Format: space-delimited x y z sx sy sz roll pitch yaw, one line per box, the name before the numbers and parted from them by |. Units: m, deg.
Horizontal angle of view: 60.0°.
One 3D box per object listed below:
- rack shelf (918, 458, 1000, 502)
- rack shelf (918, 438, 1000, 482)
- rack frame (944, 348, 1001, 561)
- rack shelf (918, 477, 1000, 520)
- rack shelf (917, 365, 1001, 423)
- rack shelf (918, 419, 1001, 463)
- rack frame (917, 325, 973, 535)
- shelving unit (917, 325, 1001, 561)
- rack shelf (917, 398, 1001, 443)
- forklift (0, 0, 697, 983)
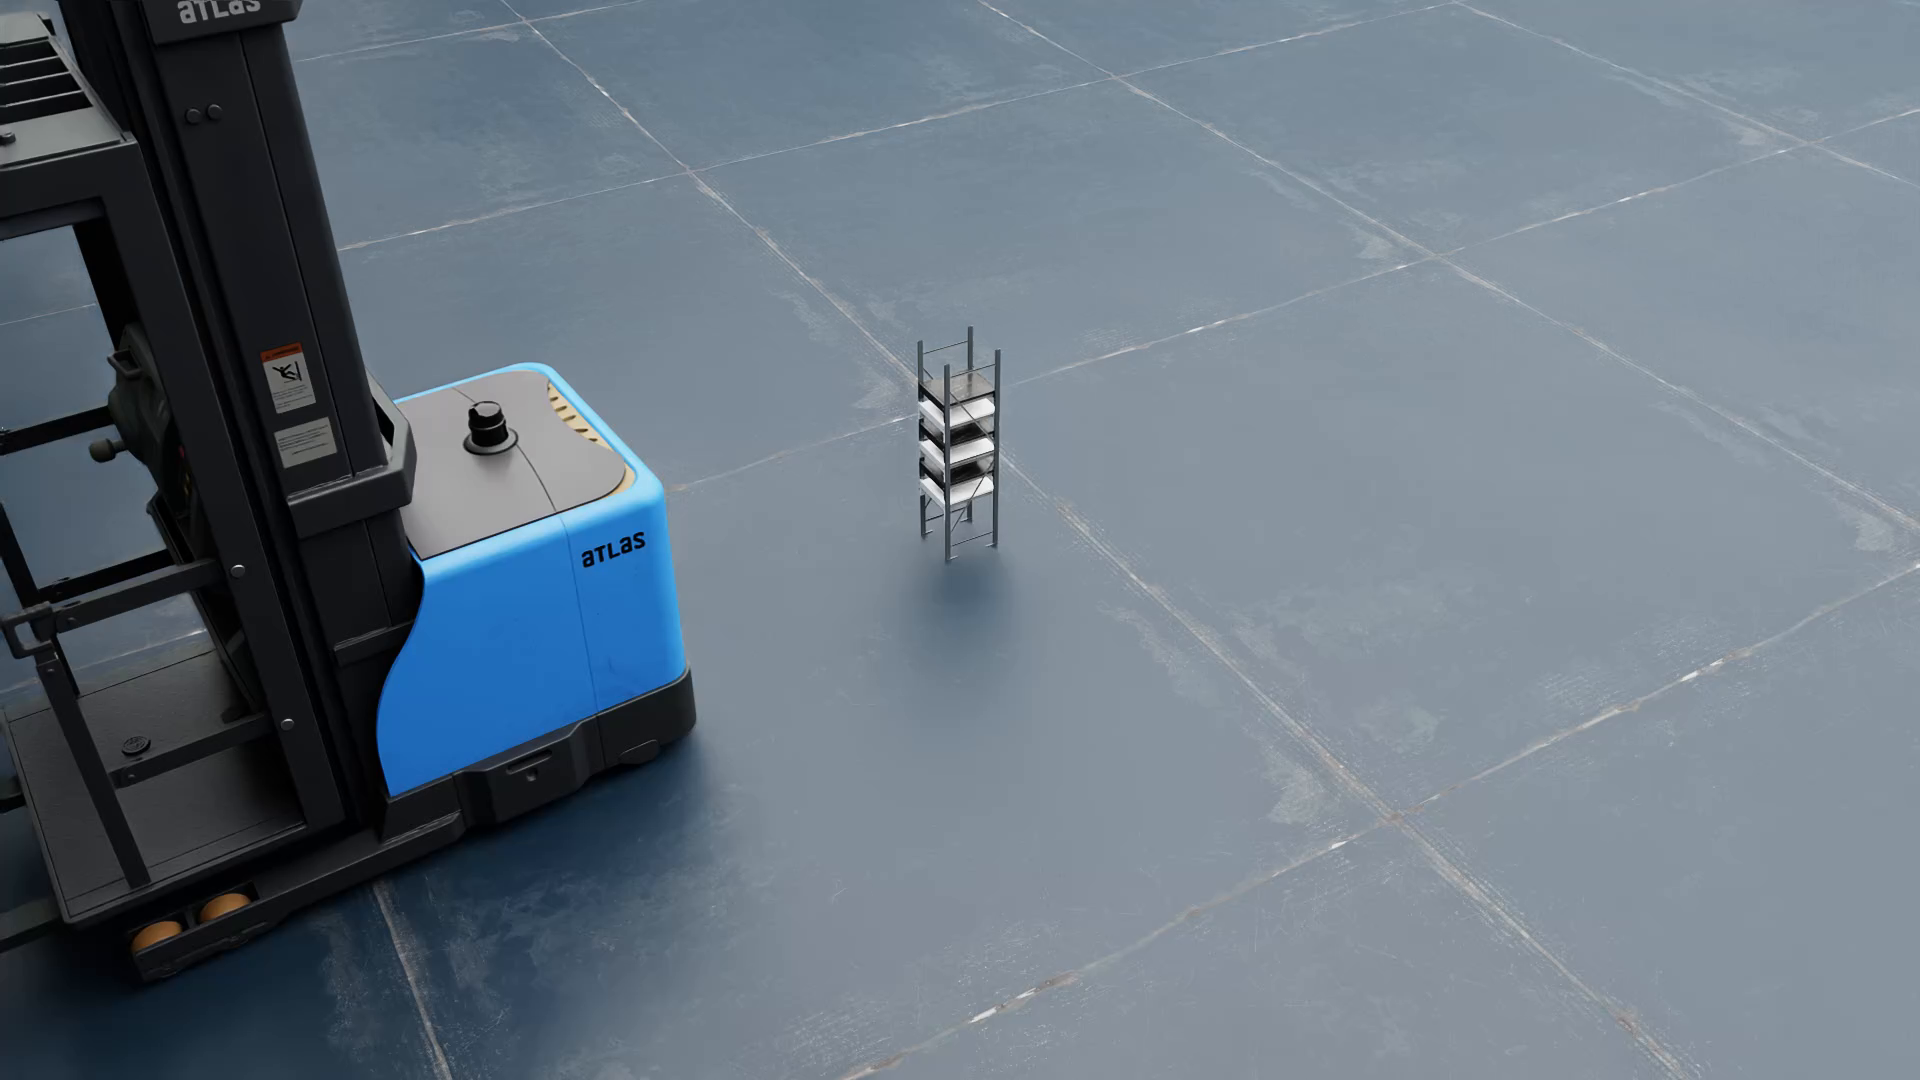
rack shelf | -0.004 -0.268 6.563 0.258 0.077 0.200 -19 40 -24
rack shelf | -0.004 -0.341 6.510 0.258 0.077 0.200 -19 40 -24
rack frame | 0.047 -0.316 6.419 0.240 0.900 0.006 -19 40 -24
rack shelf | -0.004 -0.195 6.616 0.258 0.077 0.200 -19 40 -24
rack shelf | -0.004 -0.559 6.351 0.258 0.077 0.200 -19 40 -24
rack shelf | -0.004 -0.413 6.457 0.258 0.077 0.200 -19 40 -24
rack frame | -0.055 -0.419 6.561 0.240 0.900 0.006 -19 40 -24
shelving unit | -0.004 -0.368 6.490 0.258 0.900 0.210 -19 40 -24
rack shelf | -0.004 -0.486 6.404 0.258 0.077 0.200 -19 40 -24
forklift | -2.421 -0.236 4.588 3.031 2.935 1.130 -22 41 -27
